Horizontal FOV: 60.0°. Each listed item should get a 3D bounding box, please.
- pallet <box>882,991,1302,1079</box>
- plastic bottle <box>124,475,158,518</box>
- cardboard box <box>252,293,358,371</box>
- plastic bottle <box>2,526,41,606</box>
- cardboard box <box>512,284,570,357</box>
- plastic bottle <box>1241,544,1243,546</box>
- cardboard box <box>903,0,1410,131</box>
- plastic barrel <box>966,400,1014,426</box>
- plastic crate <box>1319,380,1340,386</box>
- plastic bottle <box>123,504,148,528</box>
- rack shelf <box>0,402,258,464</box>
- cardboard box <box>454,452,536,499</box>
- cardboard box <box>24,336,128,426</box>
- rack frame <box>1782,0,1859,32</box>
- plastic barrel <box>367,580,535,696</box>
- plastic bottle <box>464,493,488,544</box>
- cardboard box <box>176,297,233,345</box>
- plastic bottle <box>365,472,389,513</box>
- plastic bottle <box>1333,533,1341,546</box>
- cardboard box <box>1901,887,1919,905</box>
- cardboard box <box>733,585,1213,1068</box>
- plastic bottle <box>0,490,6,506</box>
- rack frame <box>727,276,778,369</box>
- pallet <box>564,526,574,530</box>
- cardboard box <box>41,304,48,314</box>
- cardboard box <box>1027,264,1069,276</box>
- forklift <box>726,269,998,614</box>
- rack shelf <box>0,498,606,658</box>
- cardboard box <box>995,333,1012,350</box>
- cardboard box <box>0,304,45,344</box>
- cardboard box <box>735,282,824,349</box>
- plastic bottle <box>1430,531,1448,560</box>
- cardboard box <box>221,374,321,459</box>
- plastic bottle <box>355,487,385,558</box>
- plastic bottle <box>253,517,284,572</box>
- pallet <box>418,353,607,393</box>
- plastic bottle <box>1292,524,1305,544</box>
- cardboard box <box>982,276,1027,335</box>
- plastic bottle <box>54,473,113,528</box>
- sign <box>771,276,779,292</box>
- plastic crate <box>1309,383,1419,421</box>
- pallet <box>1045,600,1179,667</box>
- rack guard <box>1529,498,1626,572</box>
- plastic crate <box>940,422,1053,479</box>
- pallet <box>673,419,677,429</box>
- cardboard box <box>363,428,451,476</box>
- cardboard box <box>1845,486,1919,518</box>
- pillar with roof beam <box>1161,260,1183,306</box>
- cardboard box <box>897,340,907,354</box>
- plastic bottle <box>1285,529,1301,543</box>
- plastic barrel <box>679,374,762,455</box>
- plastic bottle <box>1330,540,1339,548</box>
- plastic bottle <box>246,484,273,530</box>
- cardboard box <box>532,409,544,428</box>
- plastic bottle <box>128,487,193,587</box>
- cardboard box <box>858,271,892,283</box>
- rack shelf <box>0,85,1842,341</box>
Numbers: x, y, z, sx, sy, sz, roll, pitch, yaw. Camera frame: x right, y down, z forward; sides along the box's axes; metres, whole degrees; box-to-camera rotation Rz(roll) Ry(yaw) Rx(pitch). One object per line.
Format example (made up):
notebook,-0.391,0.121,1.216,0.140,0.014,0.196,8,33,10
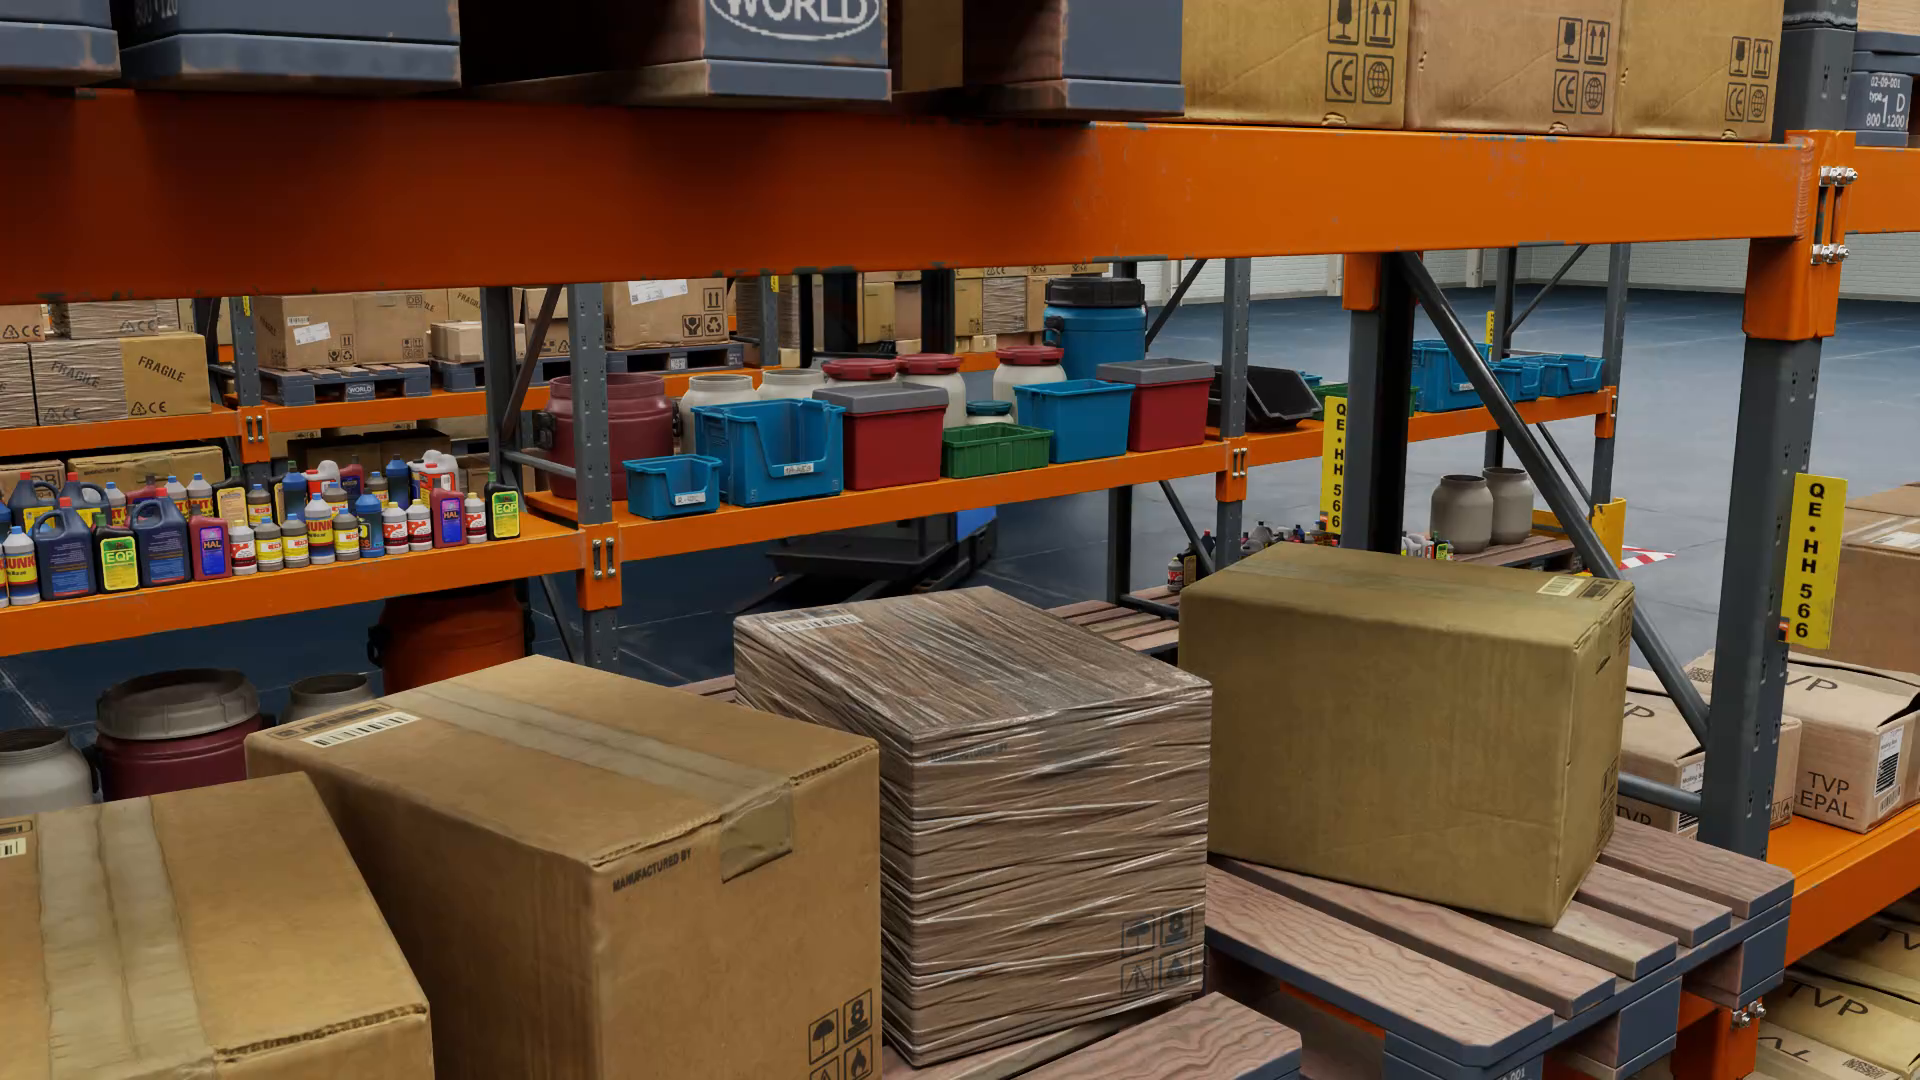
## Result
pallet,-0.267,0.828,2.469,1.213,0.211,1.003,-9,15,-38
plastic bottle,-3.313,-0.119,6.750,0.133,0.283,0.061,-9,15,-38
cardboard box,-4.540,-1.457,11.516,0.500,0.500,0.500,11,16,43
plastic bottle,-3.279,0.088,5.804,0.097,0.271,0.097,0,12,0
cardboard box,-3.109,-1.661,12.470,0.637,0.503,0.797,-8,14,-32
plastic bottle,1.754,0.084,10.831,0.185,0.351,0.144,-10,16,-40
cardboard box,0.125,-0.839,2.397,0.500,0.500,0.910,-9,15,-38
plastic barrel,0.152,-0.627,9.194,0.301,0.262,0.301,0,12,0
plastic crate,2.391,-0.964,11.084,0.437,0.136,0.530,-9,15,-38
plastic bottle,-3.019,0.005,6.164,0.133,0.283,0.061,-9,15,-38
rack shelf,-6.498,-0.515,10.062,4.000,0.370,1.077,-9,15,-38
cardboard box,-3.562,-0.357,12.549,0.500,0.500,0.700,-8,14,-33
cardboard box,-5.560,-1.007,10.408,0.500,0.500,0.500,-10,15,-38
rack frame,1.249,-2.453,3.018,0.127,3.000,1.000,-9,15,-38
plastic barrel,-2.214,0.600,7.296,0.708,0.830,0.600,-9,15,-38
plastic bottle,-1.993,-0.092,6.818,0.097,0.201,0.097,0,12,0
cardboard box,-7.042,-2.073,15.431,0.500,0.500,0.500,-10,15,-38
plastic bottle,-2.566,-0.198,7.320,0.097,0.201,0.097,0,12,0
plastic bottle,2.606,-0.036,11.557,0.133,0.283,0.061,-9,15,-37
cardboard box,3.047,1.124,4.872,0.500,0.311,0.500,-10,15,-38
cardboard box,-0.006,0.415,2.703,0.500,0.500,0.700,-6,13,-27
plastic bottle,-3.743,-0.048,6.414,0.133,0.283,0.061,-9,15,-38
rack frame,-1.813,-1.645,13.654,0.127,3.000,1.000,-9,15,-38
pallet,-3.374,-0.021,12.717,1.213,0.211,1.003,-9,15,-38
cardboard box,-8.058,-2.034,14.362,0.250,0.149,0.380,-9,15,-37
cardboard box,0.648,-2.670,15.119,0.500,0.500,0.500,-9,15,-38
forklift,-0.641,-1.059,11.060,1.130,2.935,3.031,4,13,17
rack shelf,-3.404,0.289,6.279,4.000,0.370,1.077,-9,15,-38
cardboard box,0.251,-1.806,15.016,0.250,0.149,0.380,-9,15,-38
cardboard box,-6.028,-1.489,10.265,0.637,0.503,0.797,-9,15,-36
cardboard box,-1.423,-1.888,13.841,0.500,0.500,0.875,-9,15,-38
plastic bottle,3.164,0.080,11.009,0.133,0.283,0.061,-9,15,-36
cardboard box,-6.744,-1.227,16.090,0.750,0.750,1.050,-9,15,-37
plastic bottle,-2.326,-0.071,6.550,0.097,0.271,0.097,0,12,0
plastic bottle,-2.630,0.014,6.320,0.097,0.201,0.097,0,12,0
pallet,-3.417,-1.296,12.471,1.213,0.211,1.003,-9,15,-38
plastic bottle,2.290,0.027,11.289,0.097,0.271,0.097,0,12,0
cardboard box,0.131,-2.149,15.072,0.500,0.500,0.875,-9,15,-38
plastic bottle,-3.392,-0.088,6.438,0.185,0.351,0.144,-9,15,-38
sign,-1.464,-2.122,13.112,0.005,0.325,0.100,-9,15,-38
plastic crate,2.517,-0.868,10.507,0.662,0.188,0.450,-9,15,-38
pallet,0.692,0.631,9.651,1.213,0.211,1.003,-9,15,-38
rack guard,4.374,-0.120,12.492,0.348,0.500,1.175,-9,15,-38
plastic crate,0.097,-0.466,8.613,0.662,0.188,0.450,-9,15,-38
pallet,-3.237,-1.344,18.949,1.213,0.211,1.003,-9,15,-38
cardboard box,-4.024,-0.648,12.110,0.500,0.250,0.500,-7,14,-31
cardboard box,2.960,0.144,4.990,0.500,0.500,0.500,-9,15,-38
pillar with roof beam,7.654,-9.204,34.808,0.548,9.000,9.100,-9,15,-38
cardboard box,-0.666,-1.628,14.180,0.250,0.149,0.380,-9,15,-38
plastic bottle,2.202,0.071,11.051,0.133,0.283,0.061,-9,15,-38
plastic barrel,-1.173,-0.545,8.207,0.421,0.512,0.421,0,12,0
plastic bottle,2.318,0.177,10.392,0.185,0.351,0.144,-10,16,-40
plastic bottle,-2.955,-0.134,7.015,0.097,0.201,0.097,0,12,0
cardboard box,-4.298,-1.699,18.012,0.875,0.875,0.875,-9,15,-37
plastic bottle,-2.935,-0.015,6.095,0.185,0.351,0.144,-9,15,-38
cardboard box,-0.914,-2.411,13.896,0.500,0.500,0.500,-9,15,-38
rack shelf,-0.313,-0.375,2.182,4.000,0.370,1.077,-9,15,-38
